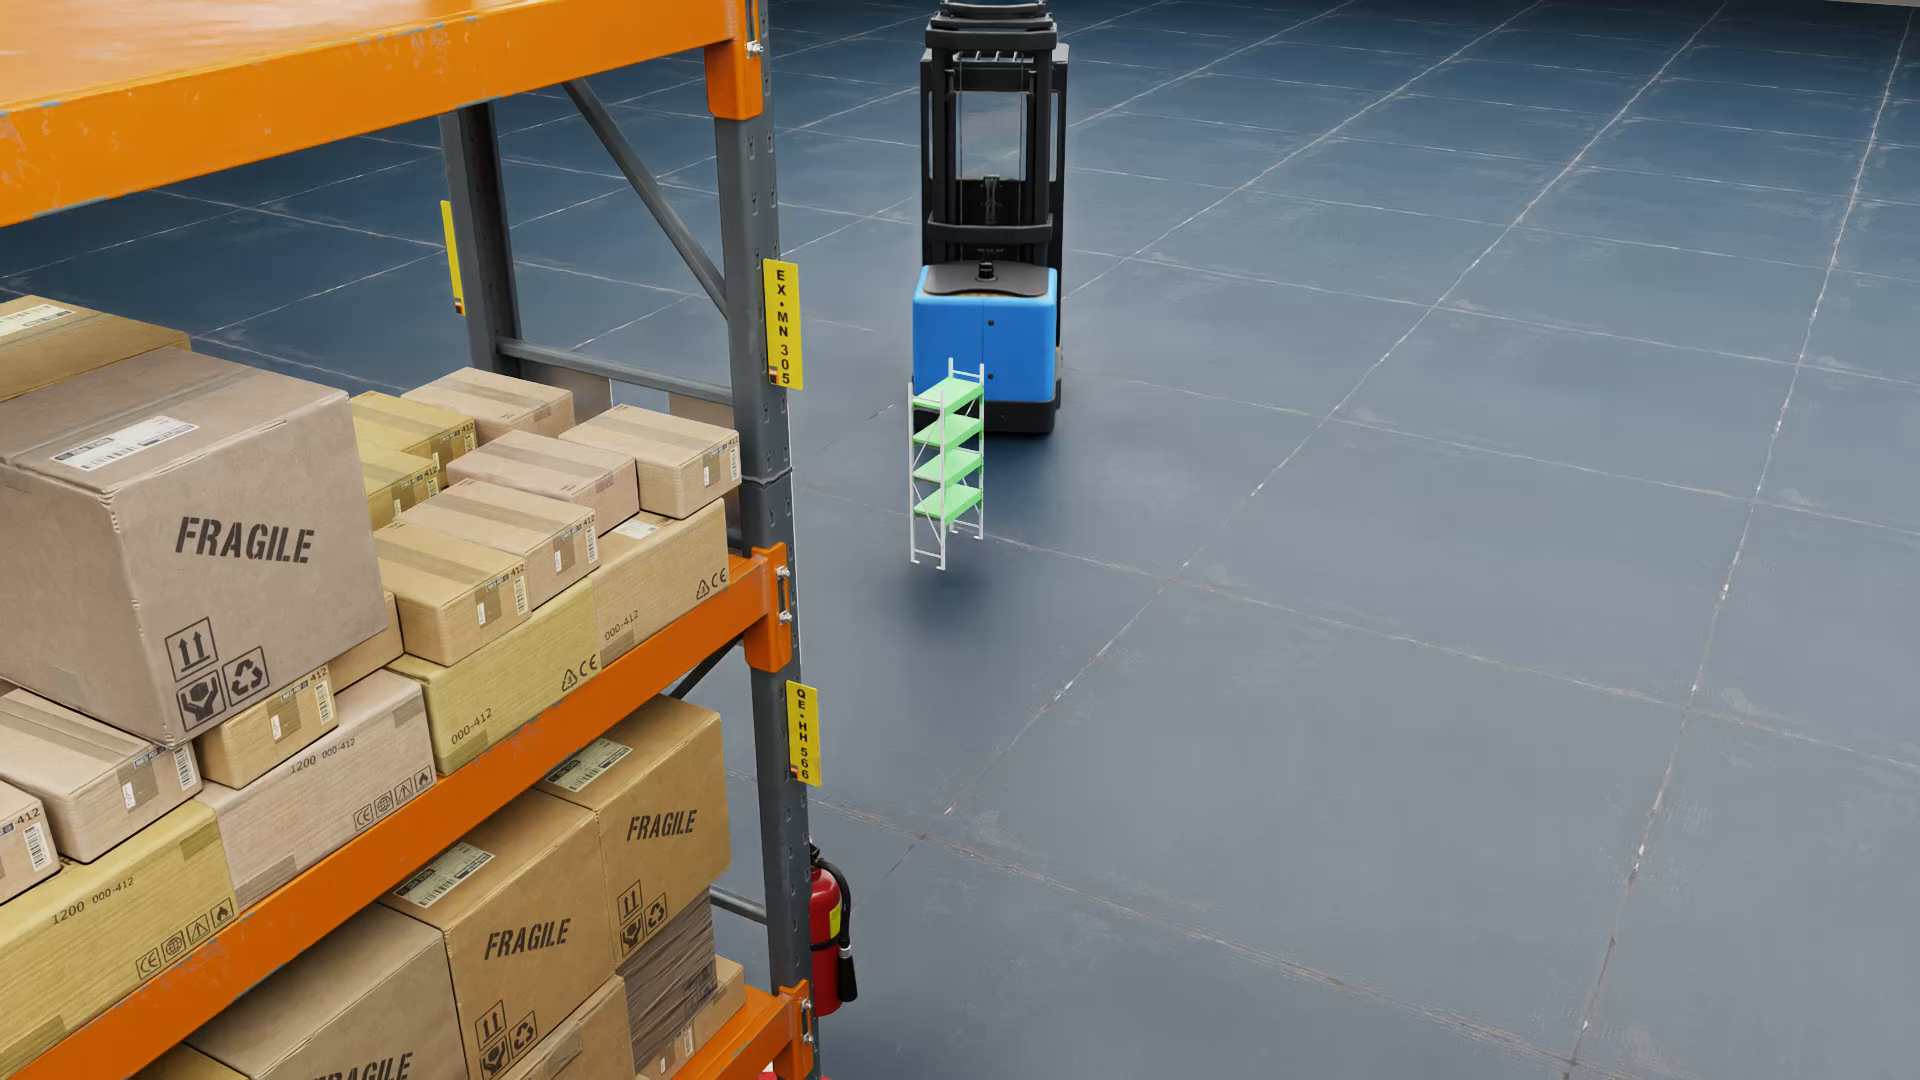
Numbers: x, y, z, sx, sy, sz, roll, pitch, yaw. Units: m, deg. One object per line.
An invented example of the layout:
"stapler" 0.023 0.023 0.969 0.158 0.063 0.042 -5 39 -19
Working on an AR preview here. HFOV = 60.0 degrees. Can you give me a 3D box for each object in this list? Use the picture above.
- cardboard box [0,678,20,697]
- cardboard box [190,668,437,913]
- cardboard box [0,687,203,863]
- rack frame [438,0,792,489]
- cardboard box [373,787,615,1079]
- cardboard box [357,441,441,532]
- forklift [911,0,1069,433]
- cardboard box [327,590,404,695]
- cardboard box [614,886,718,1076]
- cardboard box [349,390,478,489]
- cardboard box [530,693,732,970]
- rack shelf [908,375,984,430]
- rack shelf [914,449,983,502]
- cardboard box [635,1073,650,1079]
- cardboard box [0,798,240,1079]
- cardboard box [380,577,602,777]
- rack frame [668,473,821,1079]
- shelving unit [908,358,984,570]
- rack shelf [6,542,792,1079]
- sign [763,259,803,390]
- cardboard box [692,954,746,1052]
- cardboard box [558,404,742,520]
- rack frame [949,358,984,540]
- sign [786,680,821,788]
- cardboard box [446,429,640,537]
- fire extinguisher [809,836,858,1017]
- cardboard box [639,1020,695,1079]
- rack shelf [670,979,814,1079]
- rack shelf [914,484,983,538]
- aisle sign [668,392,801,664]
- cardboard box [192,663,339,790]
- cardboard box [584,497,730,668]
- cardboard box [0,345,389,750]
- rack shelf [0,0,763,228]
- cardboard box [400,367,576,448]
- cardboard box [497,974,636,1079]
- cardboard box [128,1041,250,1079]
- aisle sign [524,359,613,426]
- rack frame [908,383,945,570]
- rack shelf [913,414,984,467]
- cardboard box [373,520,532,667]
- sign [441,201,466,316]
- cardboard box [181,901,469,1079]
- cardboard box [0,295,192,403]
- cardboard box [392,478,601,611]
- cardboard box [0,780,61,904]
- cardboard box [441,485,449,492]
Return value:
"cardboard box" -2.000 0.285 3.200 0.380 0.149 0.250 14 30 26
"cardboard box" -1.430 0.437 3.342 0.500 0.250 0.500 15 30 27
"cardboard box" -1.598 0.401 2.969 0.380 0.149 0.250 13 29 24
"rack frame" -0.911 -1.608 3.909 1.000 3.000 0.127 14 30 26
"cardboard box" -1.208 0.915 4.011 0.500 0.500 0.500 14 30 26
"cardboard box" -1.477 -0.116 4.002 0.380 0.149 0.250 14 30 25
"forklift" 0.267 -2.718 12.906 1.130 2.935 3.031 2 27 4
"cardboard box" -1.378 0.177 3.416 0.380 0.149 0.250 15 30 27
"cardboard box" -1.206 1.105 4.747 0.875 0.500 0.500 14 30 26
"cardboard box" -1.460 -0.242 4.253 0.380 0.149 0.250 15 30 27
"cardboard box" -0.967 0.719 4.403 0.500 0.500 0.500 14 30 26
"rack shelf" -0.081 -0.844 10.166 0.258 0.148 0.480 14 30 26
"rack shelf" -0.081 -0.415 10.381 0.258 0.148 0.480 14 30 26
"cardboard box" -1.073 1.550 4.584 0.380 0.149 0.250 14 30 26
"cardboard box" -1.673 0.634 2.948 0.500 0.250 0.500 14 30 25
"cardboard box" -1.170 0.239 3.737 0.500 0.250 0.500 14 30 26
"rack frame" -0.911 1.075 5.252 1.000 3.000 0.127 14 30 26
"shelving unit" -0.081 -0.472 10.353 0.258 1.200 0.503 14 30 26
"rack shelf" -1.895 0.834 3.185 1.077 0.370 4.000 14 30 26
"sign" -0.438 -0.533 4.123 0.100 0.325 0.005 14 30 26
"cardboard box" -0.872 1.343 4.996 0.380 0.149 0.250 14 30 26
"cardboard box" -0.776 -0.201 4.172 0.380 0.149 0.250 14 30 26
"rack frame" 0.039 -0.567 10.543 0.240 1.200 0.015 14 30 26
"sign" -0.438 0.546 4.663 0.100 0.325 0.005 14 30 26
"cardboard box" -1.006 -0.125 4.021 0.380 0.149 0.250 13 29 24
"fire extinguisher" -0.454 1.166 5.156 0.296 0.674 0.183 14 30 26
"cardboard box" -0.995 1.441 4.802 0.380 0.149 0.250 14 30 26
"rack shelf" -1.895 2.176 3.856 1.077 0.370 4.000 14 30 26
"rack shelf" -0.081 -0.200 10.489 0.258 0.148 0.480 14 30 26
"aisle sign" -0.619 -0.046 4.587 0.394 0.787 0.004 14 30 26
"cardboard box" -1.422 0.304 3.162 0.380 0.149 0.250 13 29 24
"cardboard box" -0.927 0.044 4.127 0.500 0.250 0.500 15 30 27
"cardboard box" -1.453 -0.008 3.062 0.500 0.500 0.500 14 30 26
"rack shelf" -1.895 -0.505 2.514 1.077 0.370 4.000 14 30 26
"cardboard box" -1.248 -0.322 4.413 0.380 0.149 0.250 14 30 26
"cardboard box" -1.347 1.326 4.305 0.875 0.500 0.500 14 30 26
"cardboard box" -1.709 1.302 3.237 0.500 0.500 0.500 14 30 26
"aisle sign" -1.142 -0.178 4.851 0.394 0.787 0.004 14 30 26
"rack frame" -0.201 -0.377 10.163 0.240 1.200 0.015 14 30 26
"rack shelf" -0.081 -0.629 10.274 0.258 0.148 0.480 14 30 26
"cardboard box" -1.148 0.108 3.554 0.380 0.149 0.250 14 30 26
"sign" -1.384 -0.777 4.624 0.100 0.325 0.005 14 30 26
"cardboard box" -1.456 1.109 3.623 0.500 0.500 0.500 14 30 26
"cardboard box" -1.877 -0.149 3.343 0.500 0.500 0.500 14 30 26
"cardboard box" -1.045 0.005 3.760 0.380 0.149 0.250 13 29 24
"cardboard box" -1.745 0.498 2.776 0.380 0.149 0.250 15 30 27
"cardboard box" -1.373 -0.069 4.353 0.500 0.250 0.500 15 30 28
